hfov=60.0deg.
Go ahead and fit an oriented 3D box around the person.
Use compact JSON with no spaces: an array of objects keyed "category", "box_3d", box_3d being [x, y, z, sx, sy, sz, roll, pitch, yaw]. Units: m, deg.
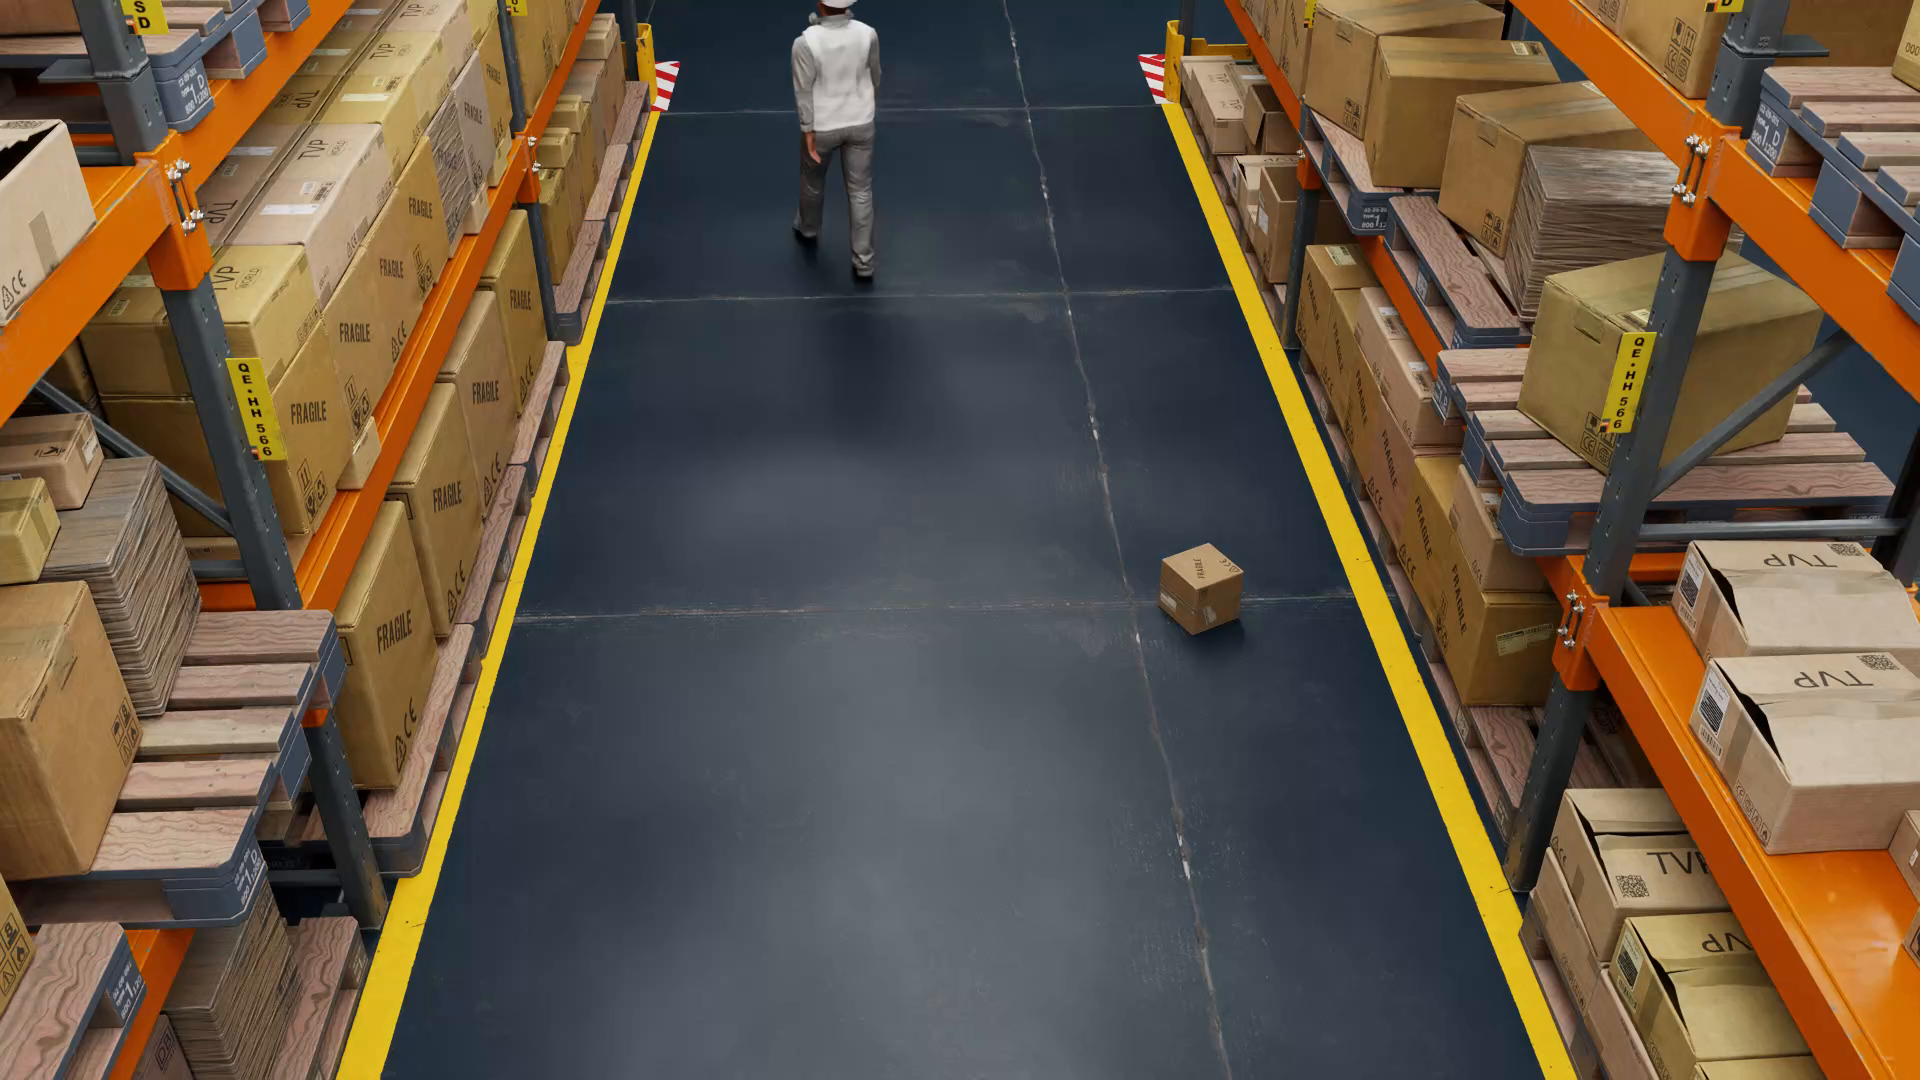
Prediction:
[{"category":"person","box_3d":[-0.732,-2.483,9.641,0.543,1.728,0.943,-10,36,-14]}]
